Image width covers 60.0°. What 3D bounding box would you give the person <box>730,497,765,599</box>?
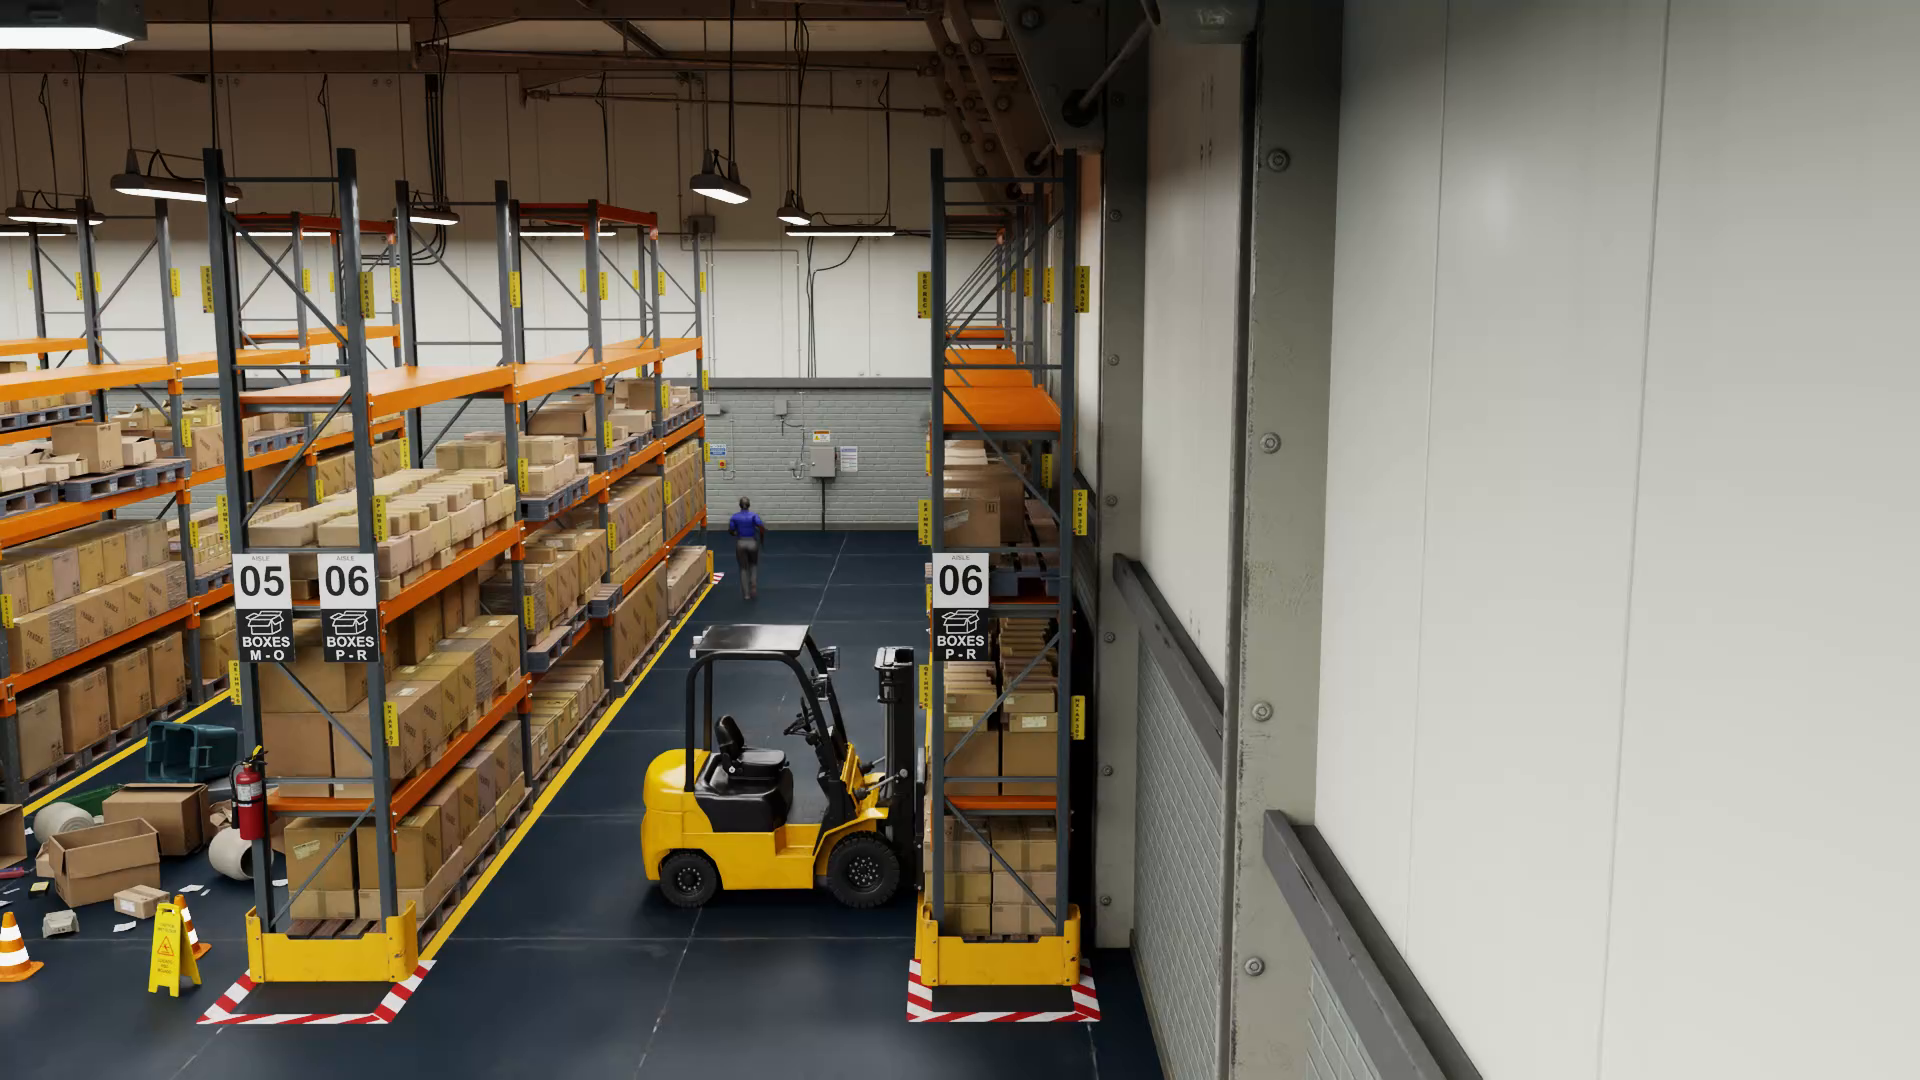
[{"bbox_3d":[-3.362,0.157,26.315,0.537,1.511,0.714,-2,9,-10],"label":"person"}]
